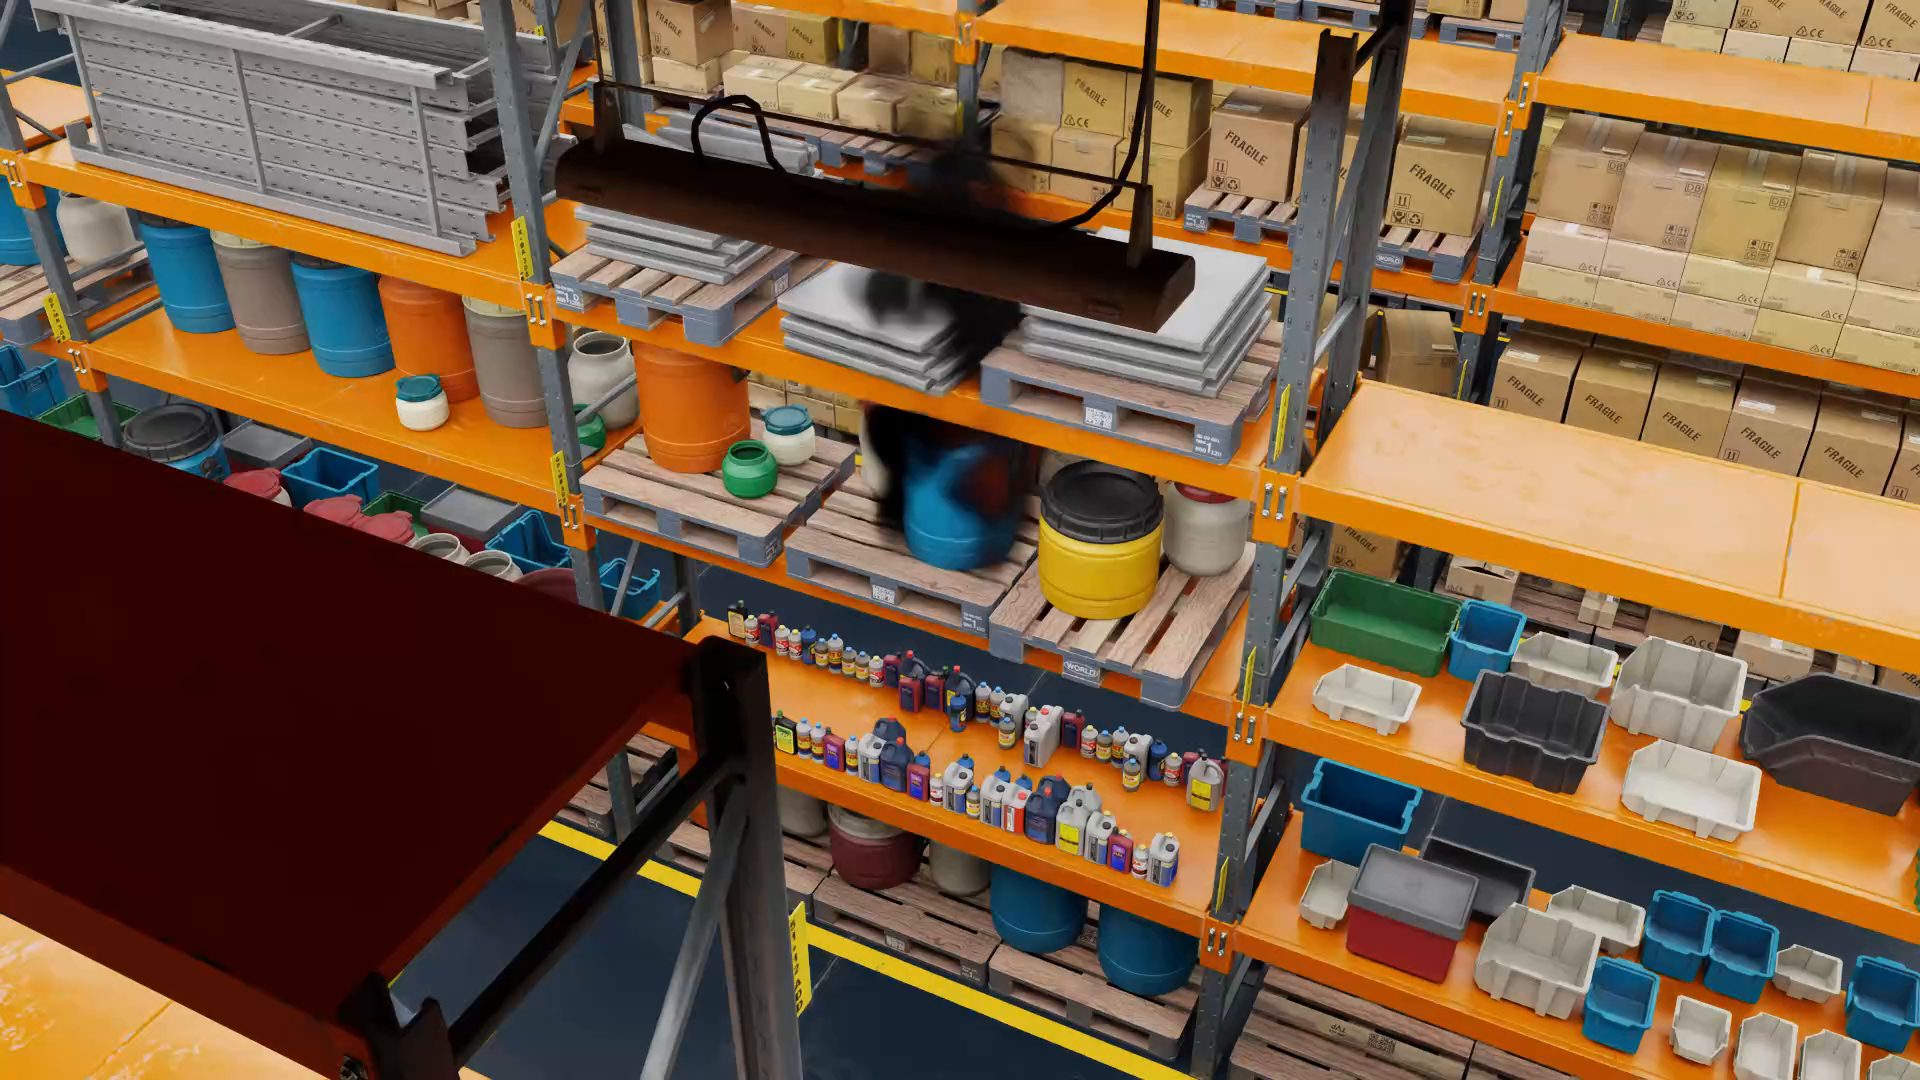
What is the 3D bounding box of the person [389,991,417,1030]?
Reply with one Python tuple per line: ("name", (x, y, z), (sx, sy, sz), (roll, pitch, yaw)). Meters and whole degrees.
("person", (-3.157, 2.207, 8.724), (0.537, 1.736, 0.699), (8, 36, 12))
